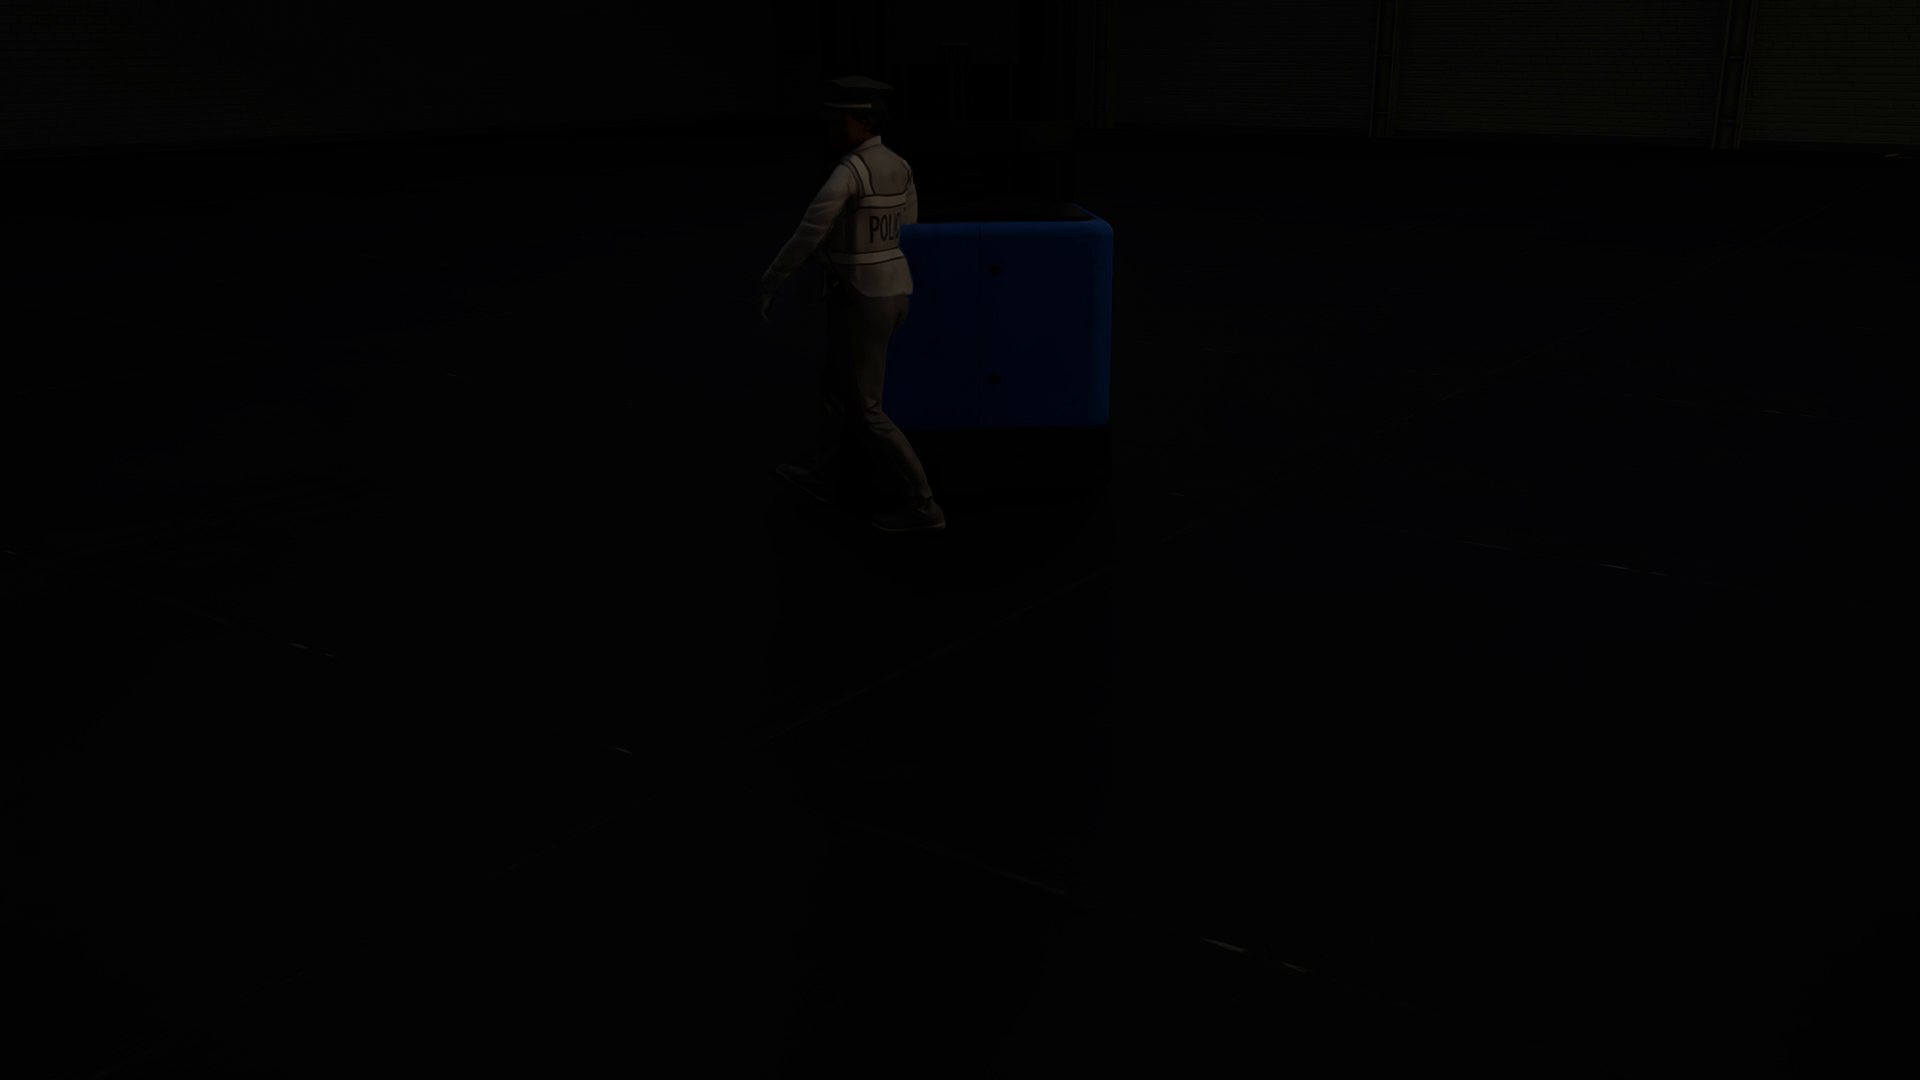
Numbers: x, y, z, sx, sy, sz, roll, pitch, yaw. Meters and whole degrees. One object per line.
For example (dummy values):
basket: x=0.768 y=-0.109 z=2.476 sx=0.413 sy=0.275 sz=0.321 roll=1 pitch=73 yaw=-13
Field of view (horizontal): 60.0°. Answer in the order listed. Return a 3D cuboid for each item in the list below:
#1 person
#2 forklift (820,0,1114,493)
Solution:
person: x=-0.384 y=-0.859 z=6.051 sx=0.826 sy=1.609 sz=0.611 roll=6 pitch=18 yaw=20
forklift: x=-0.071 y=-1.954 z=7.368 sx=1.130 sy=2.935 sz=3.031 roll=-2 pitch=17 yaw=-5
